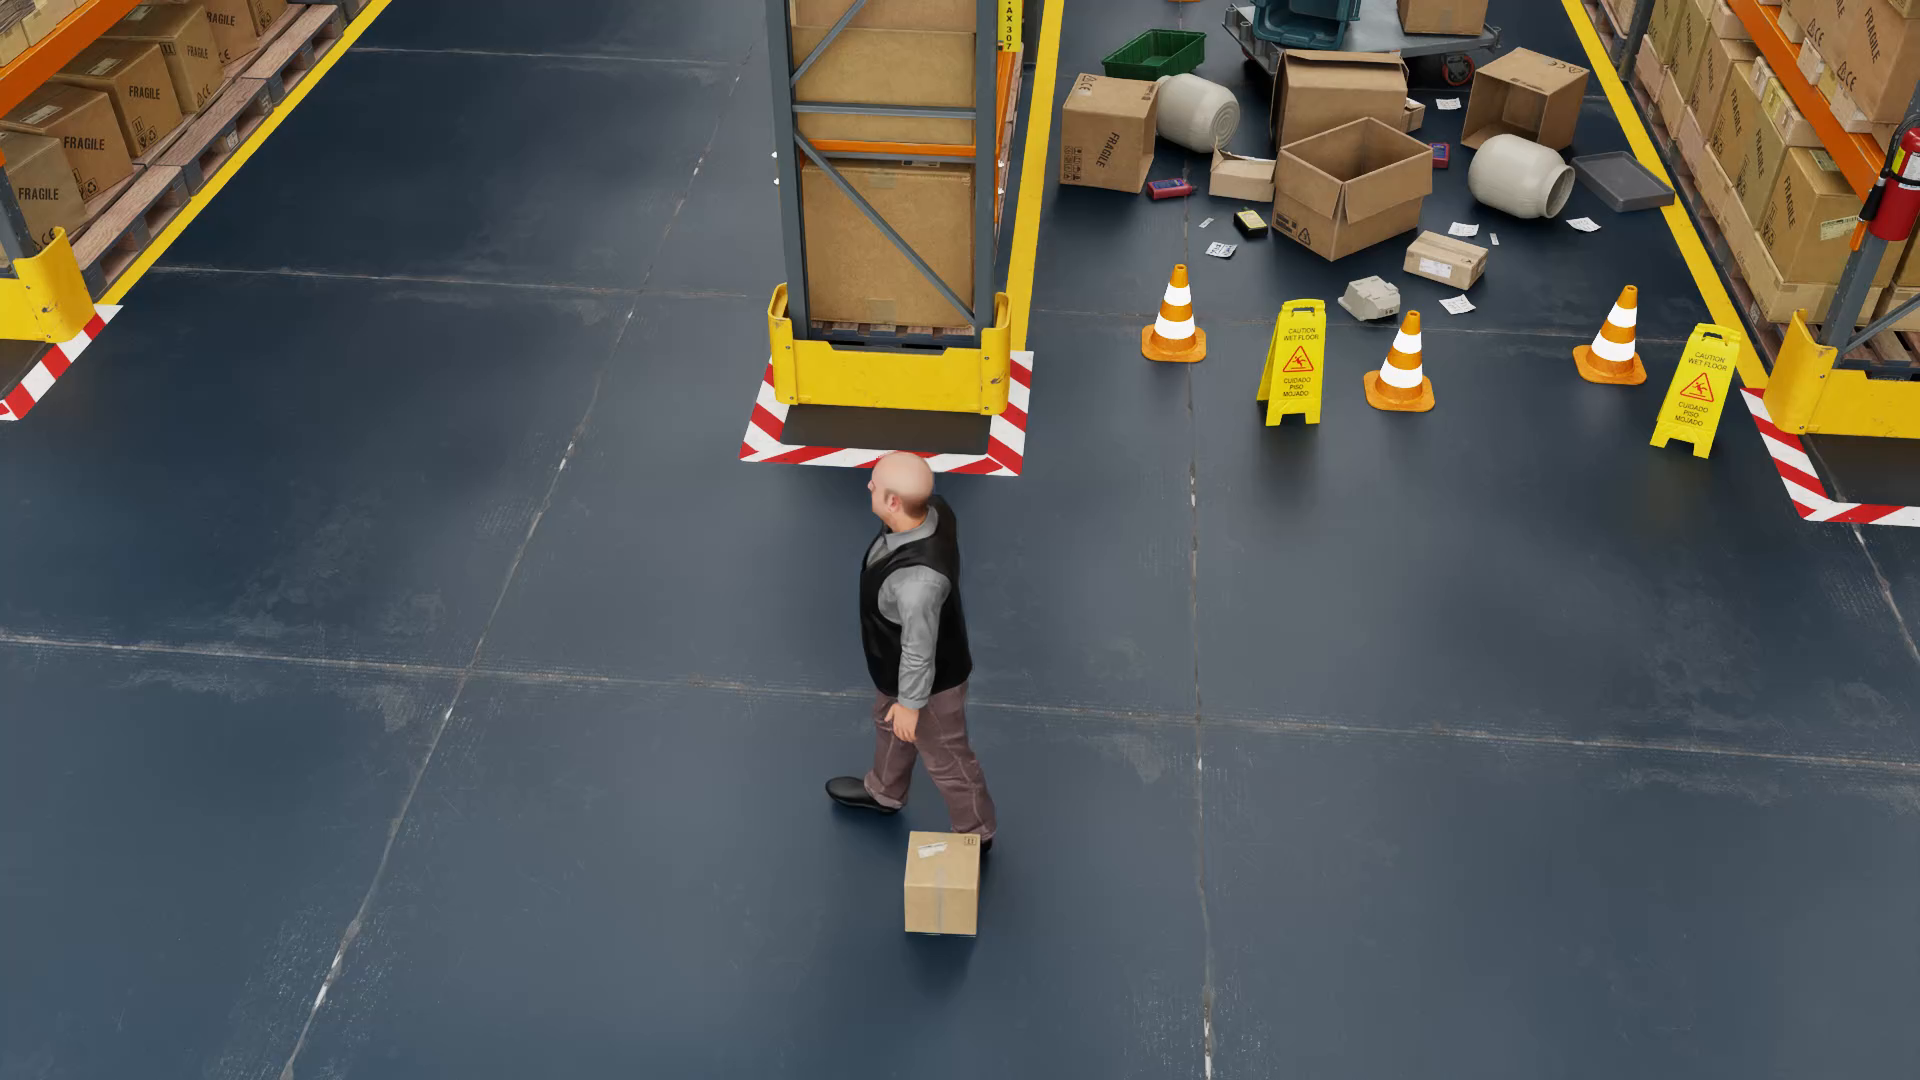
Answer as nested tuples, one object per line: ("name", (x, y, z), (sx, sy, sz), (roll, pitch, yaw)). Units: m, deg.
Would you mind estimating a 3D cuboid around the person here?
("person", (-0.184, 0.412, 5.673), (0.629, 1.723, 0.613), (-3, 40, -3))
